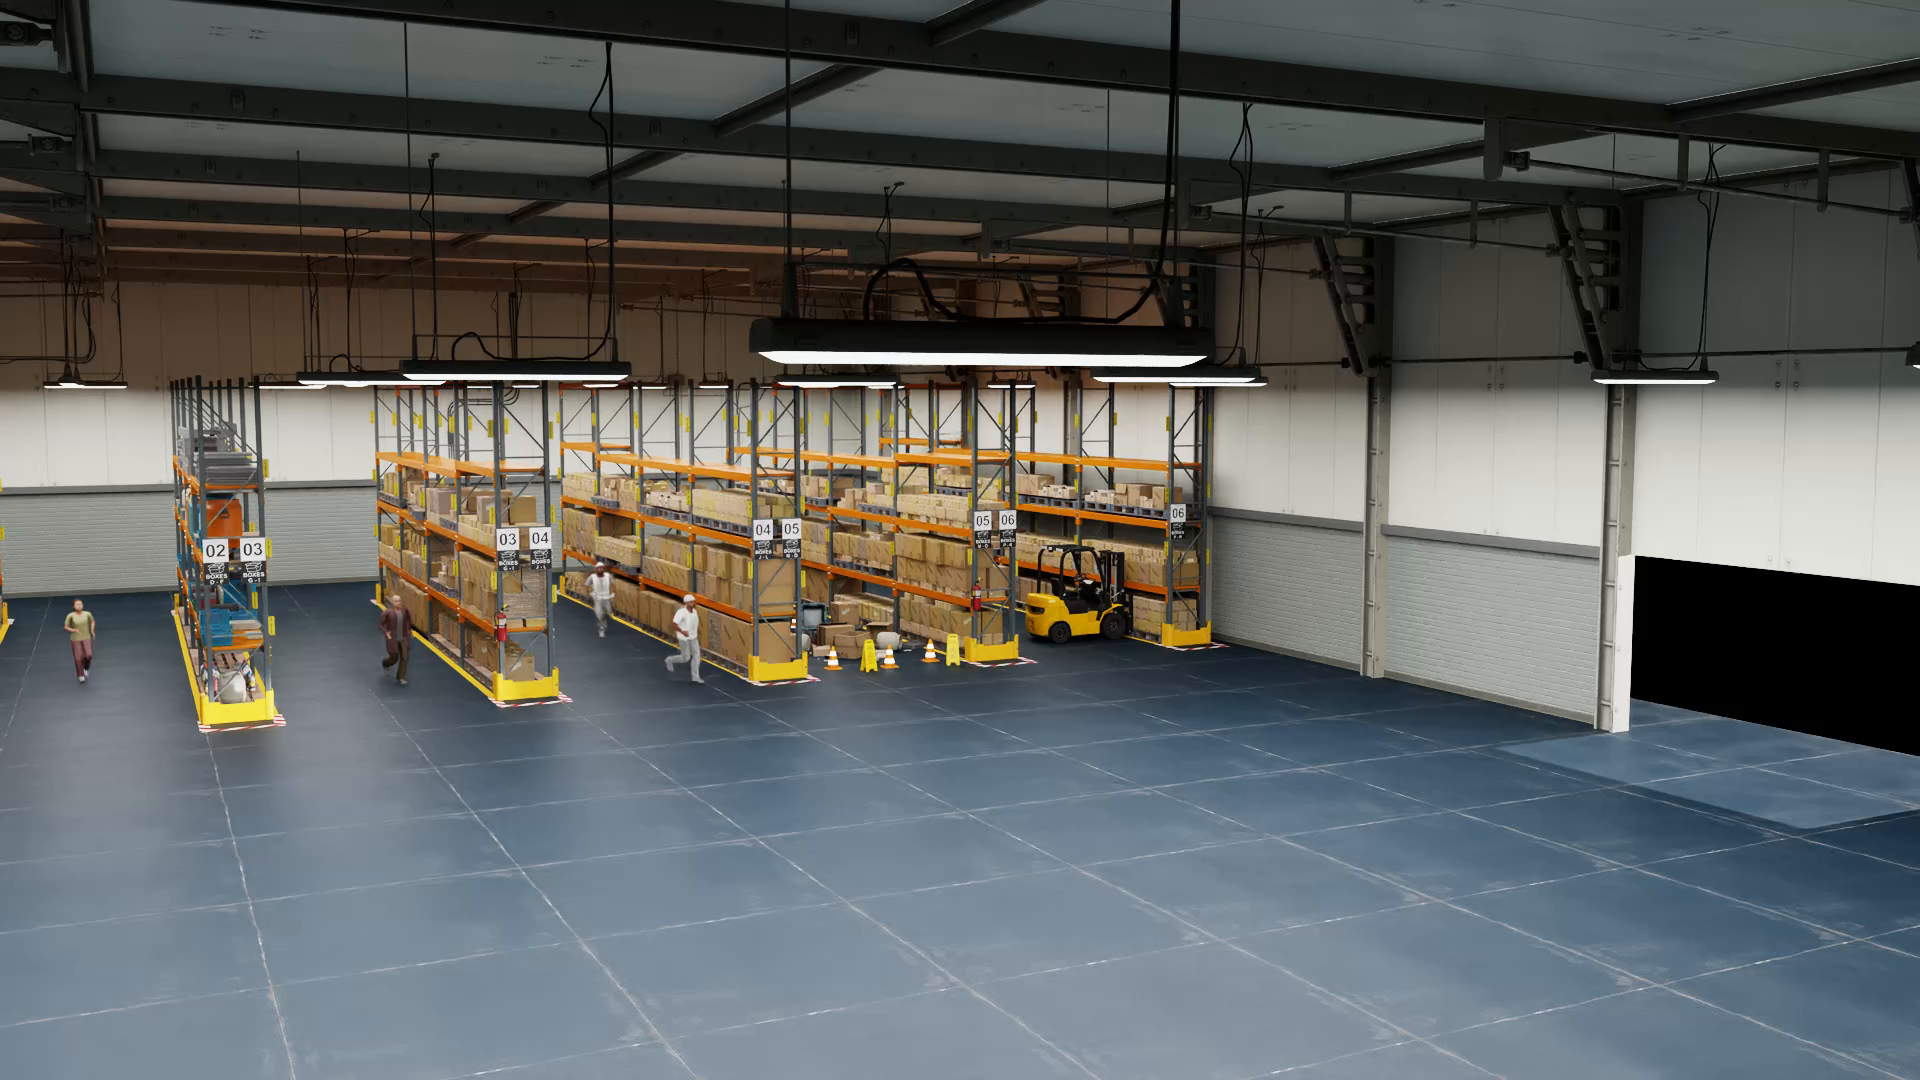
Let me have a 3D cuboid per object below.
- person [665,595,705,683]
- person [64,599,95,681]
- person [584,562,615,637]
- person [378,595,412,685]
[{"bbox_3d":[-5.399,1.942,32.895,0.964,1.742,0.704,3,6,34],"label":"person"},{"bbox_3d":[-17.375,1.979,32.879,0.564,1.633,0.566,-4,6,-36],"label":"person"},{"bbox_3d":[-8.451,1.391,39.100,0.729,1.738,0.598,-2,6,-25],"label":"person"},{"bbox_3d":[-11.121,1.948,32.755,0.702,1.743,0.846,-4,7,-41],"label":"person"}]
